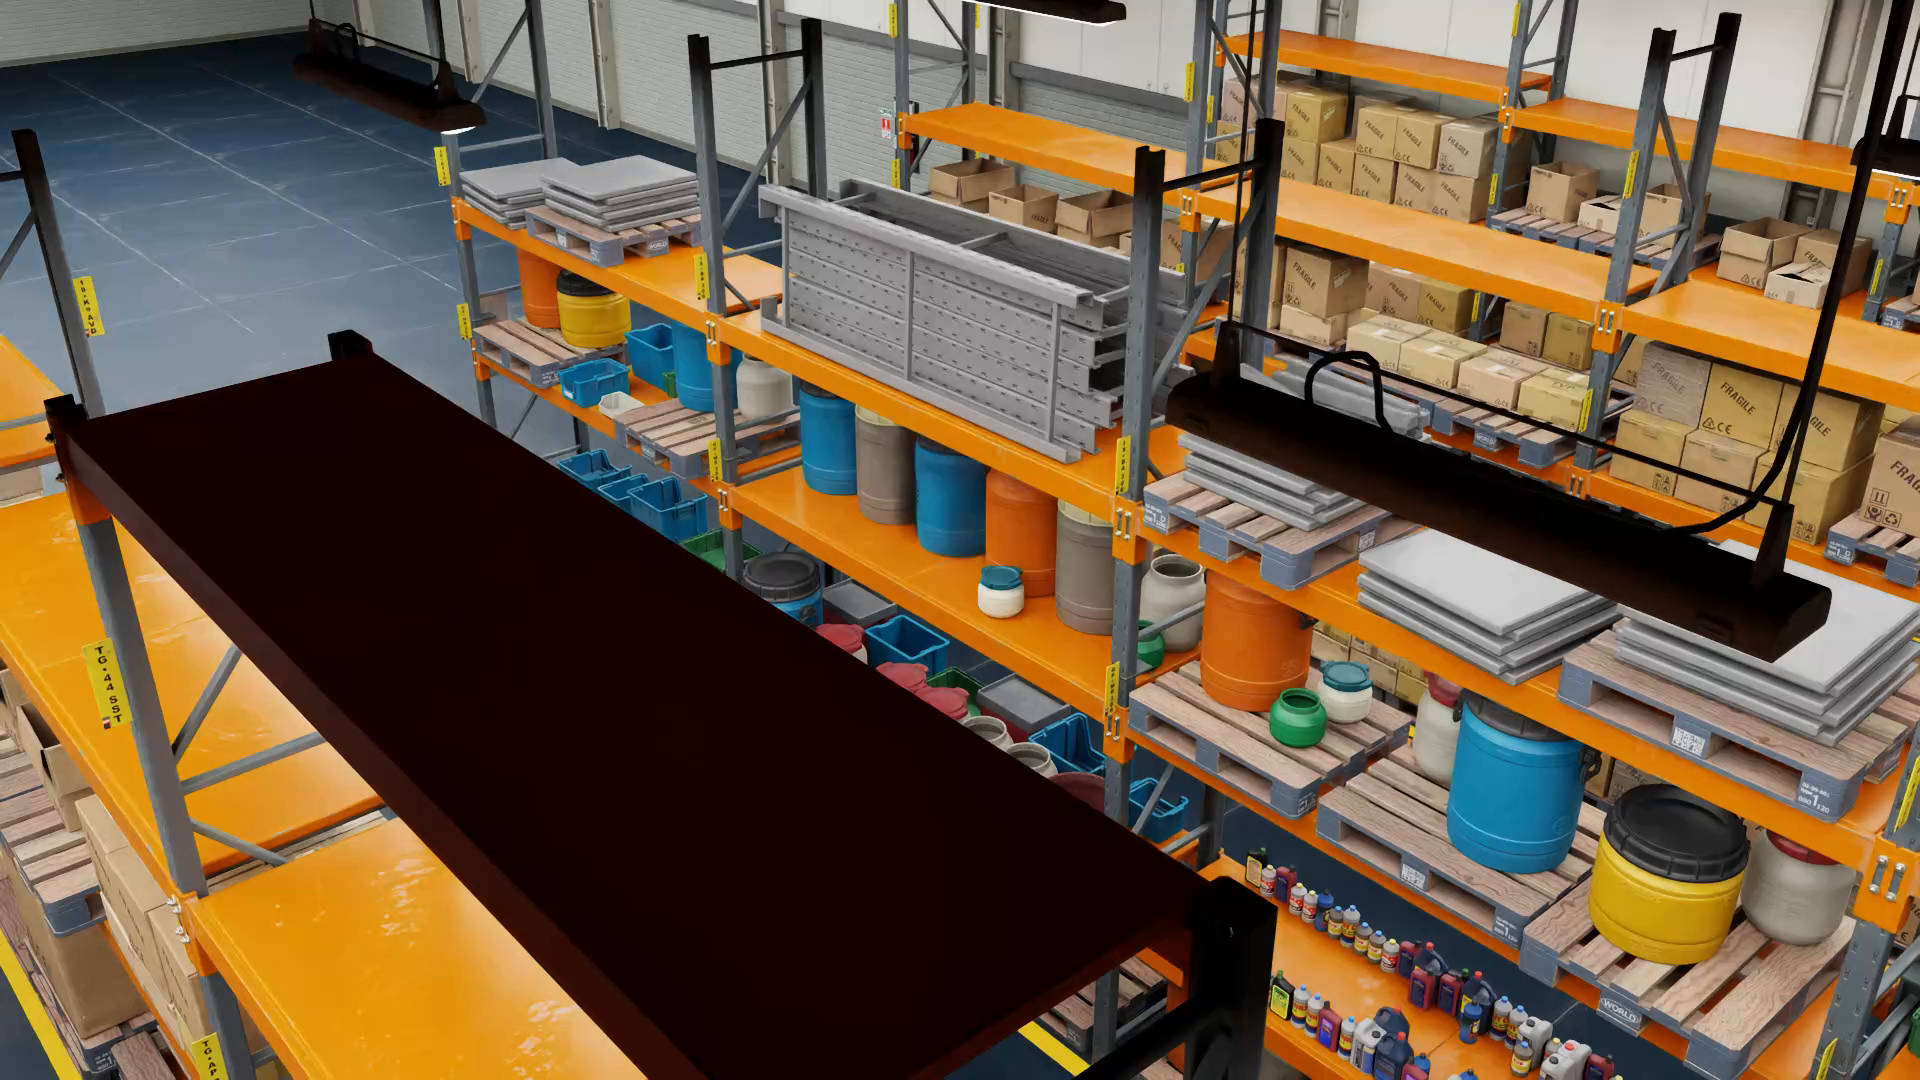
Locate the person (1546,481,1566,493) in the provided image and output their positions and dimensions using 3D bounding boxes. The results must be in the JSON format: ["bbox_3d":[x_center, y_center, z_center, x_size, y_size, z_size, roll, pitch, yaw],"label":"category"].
[{"bbox_3d":[6.129,-0.524,16.844,0.554,1.626,0.540,22,34,37],"label":"person"}]
